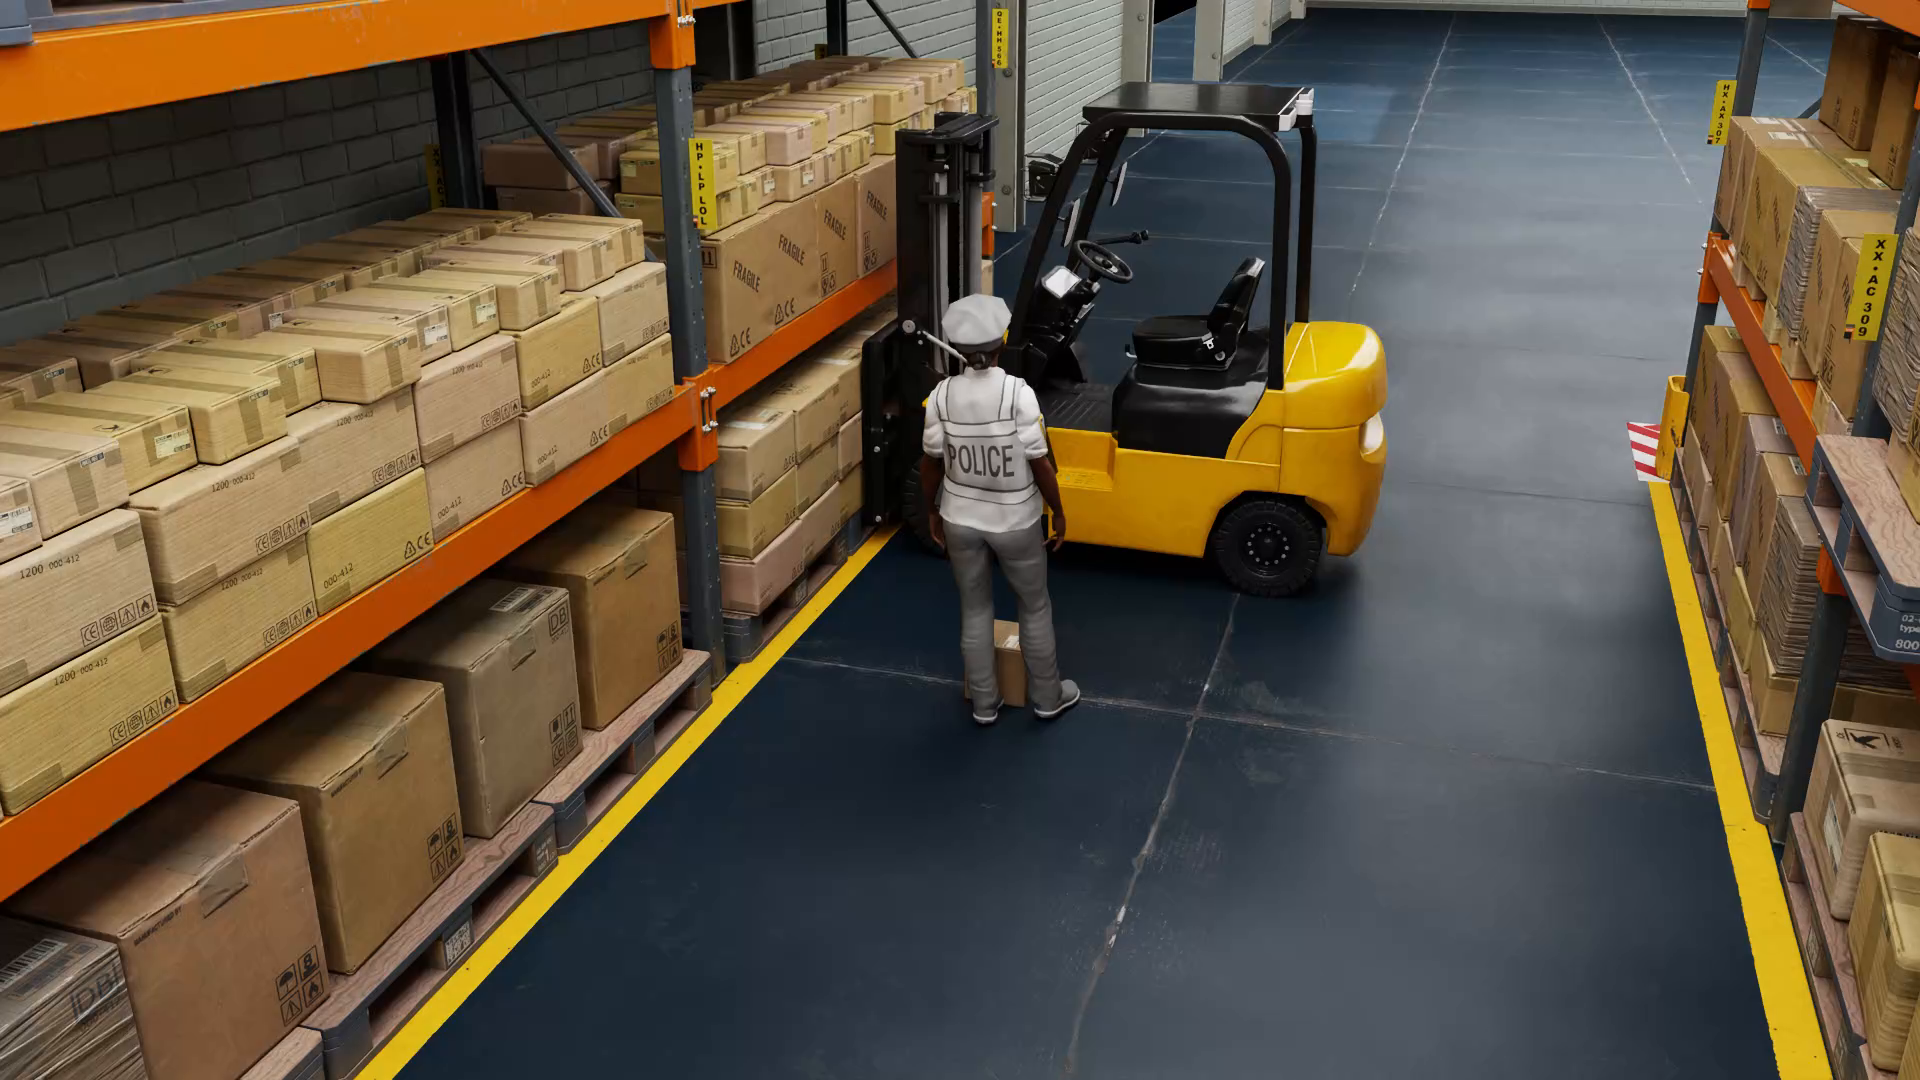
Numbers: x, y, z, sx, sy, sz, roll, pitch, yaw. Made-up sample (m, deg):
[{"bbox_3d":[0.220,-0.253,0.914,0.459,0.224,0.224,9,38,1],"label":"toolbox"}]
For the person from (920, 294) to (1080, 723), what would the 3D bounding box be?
[{"bbox_3d":[0.153,-0.103,6.278,0.569,1.692,0.529,7,23,16],"label":"person"}]
